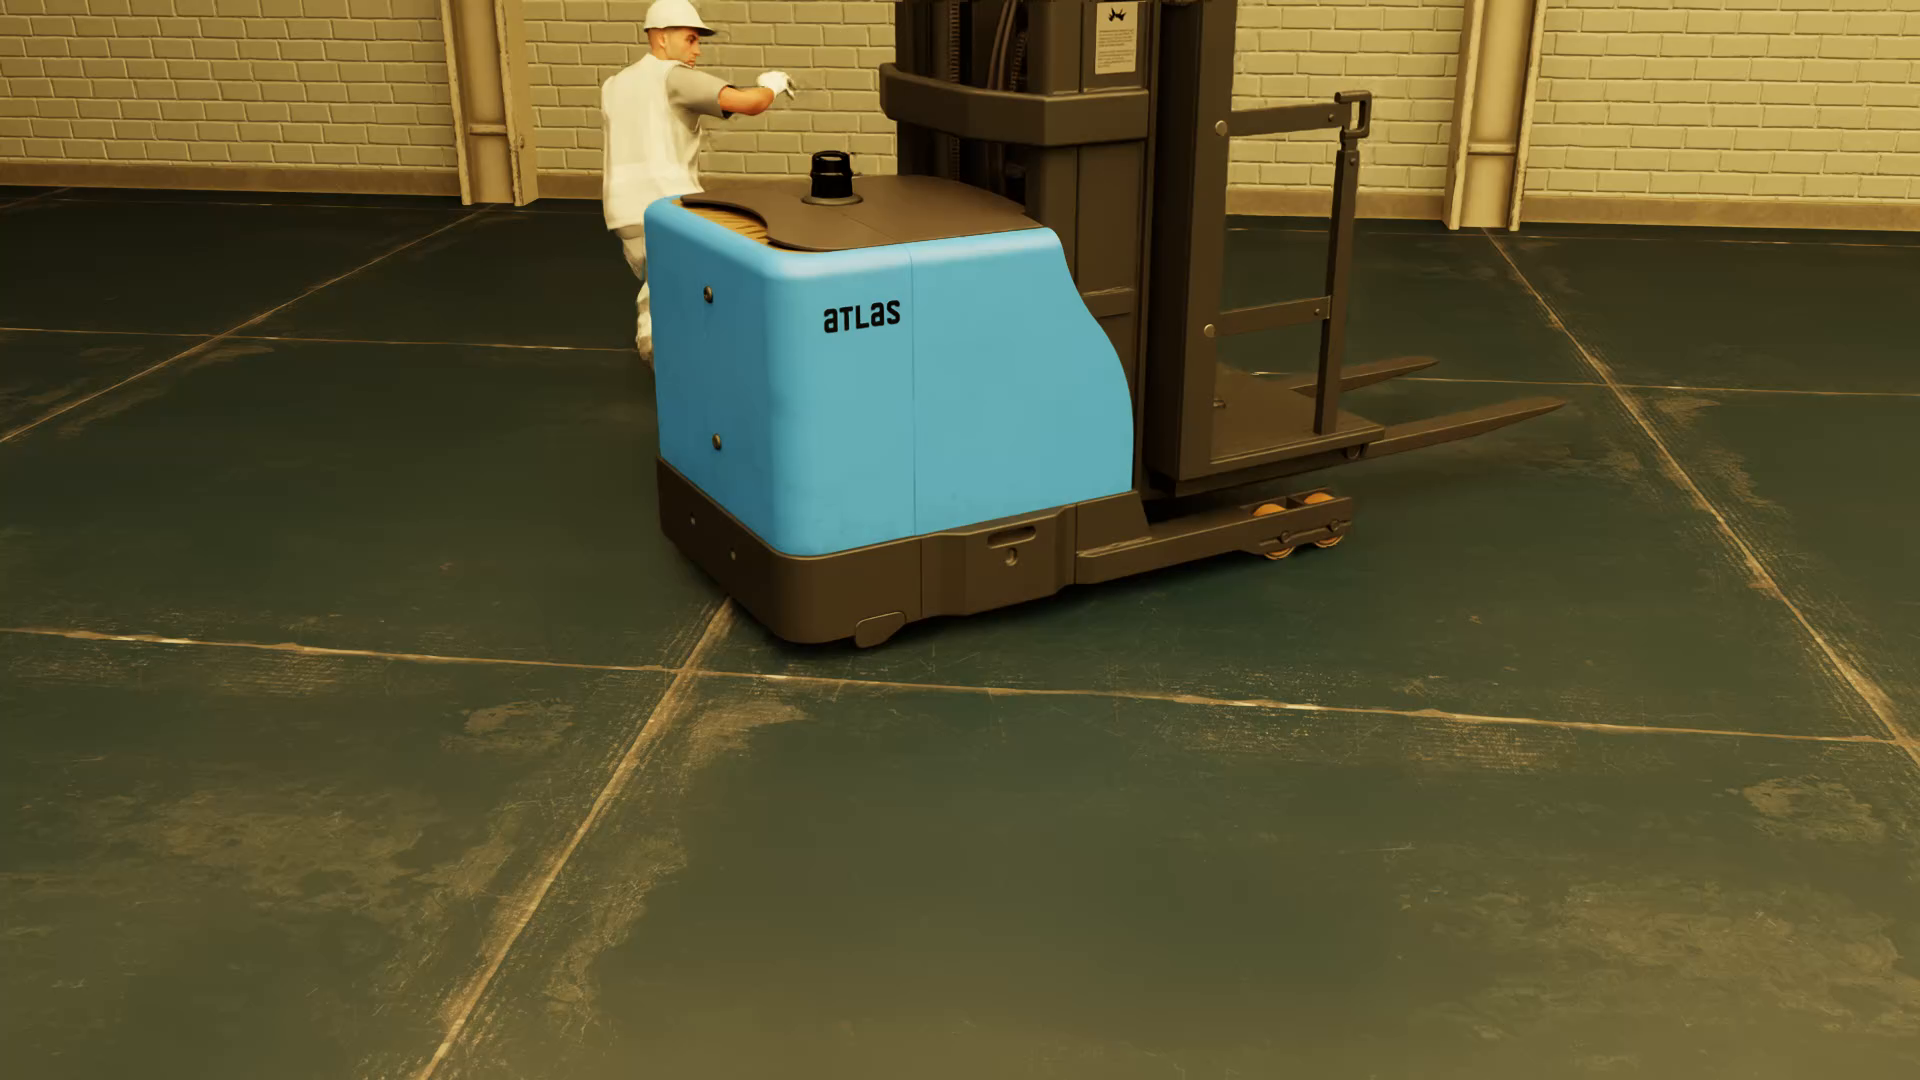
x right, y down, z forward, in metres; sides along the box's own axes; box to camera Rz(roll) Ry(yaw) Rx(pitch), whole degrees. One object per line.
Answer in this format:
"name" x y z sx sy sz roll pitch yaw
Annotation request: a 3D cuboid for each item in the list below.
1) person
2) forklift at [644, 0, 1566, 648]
"person" -1.036 -1.415 6.705 0.788 1.479 1.020 5 22 12
"forklift" 0.624 -1.458 4.875 3.031 2.935 1.130 -12 25 -27
